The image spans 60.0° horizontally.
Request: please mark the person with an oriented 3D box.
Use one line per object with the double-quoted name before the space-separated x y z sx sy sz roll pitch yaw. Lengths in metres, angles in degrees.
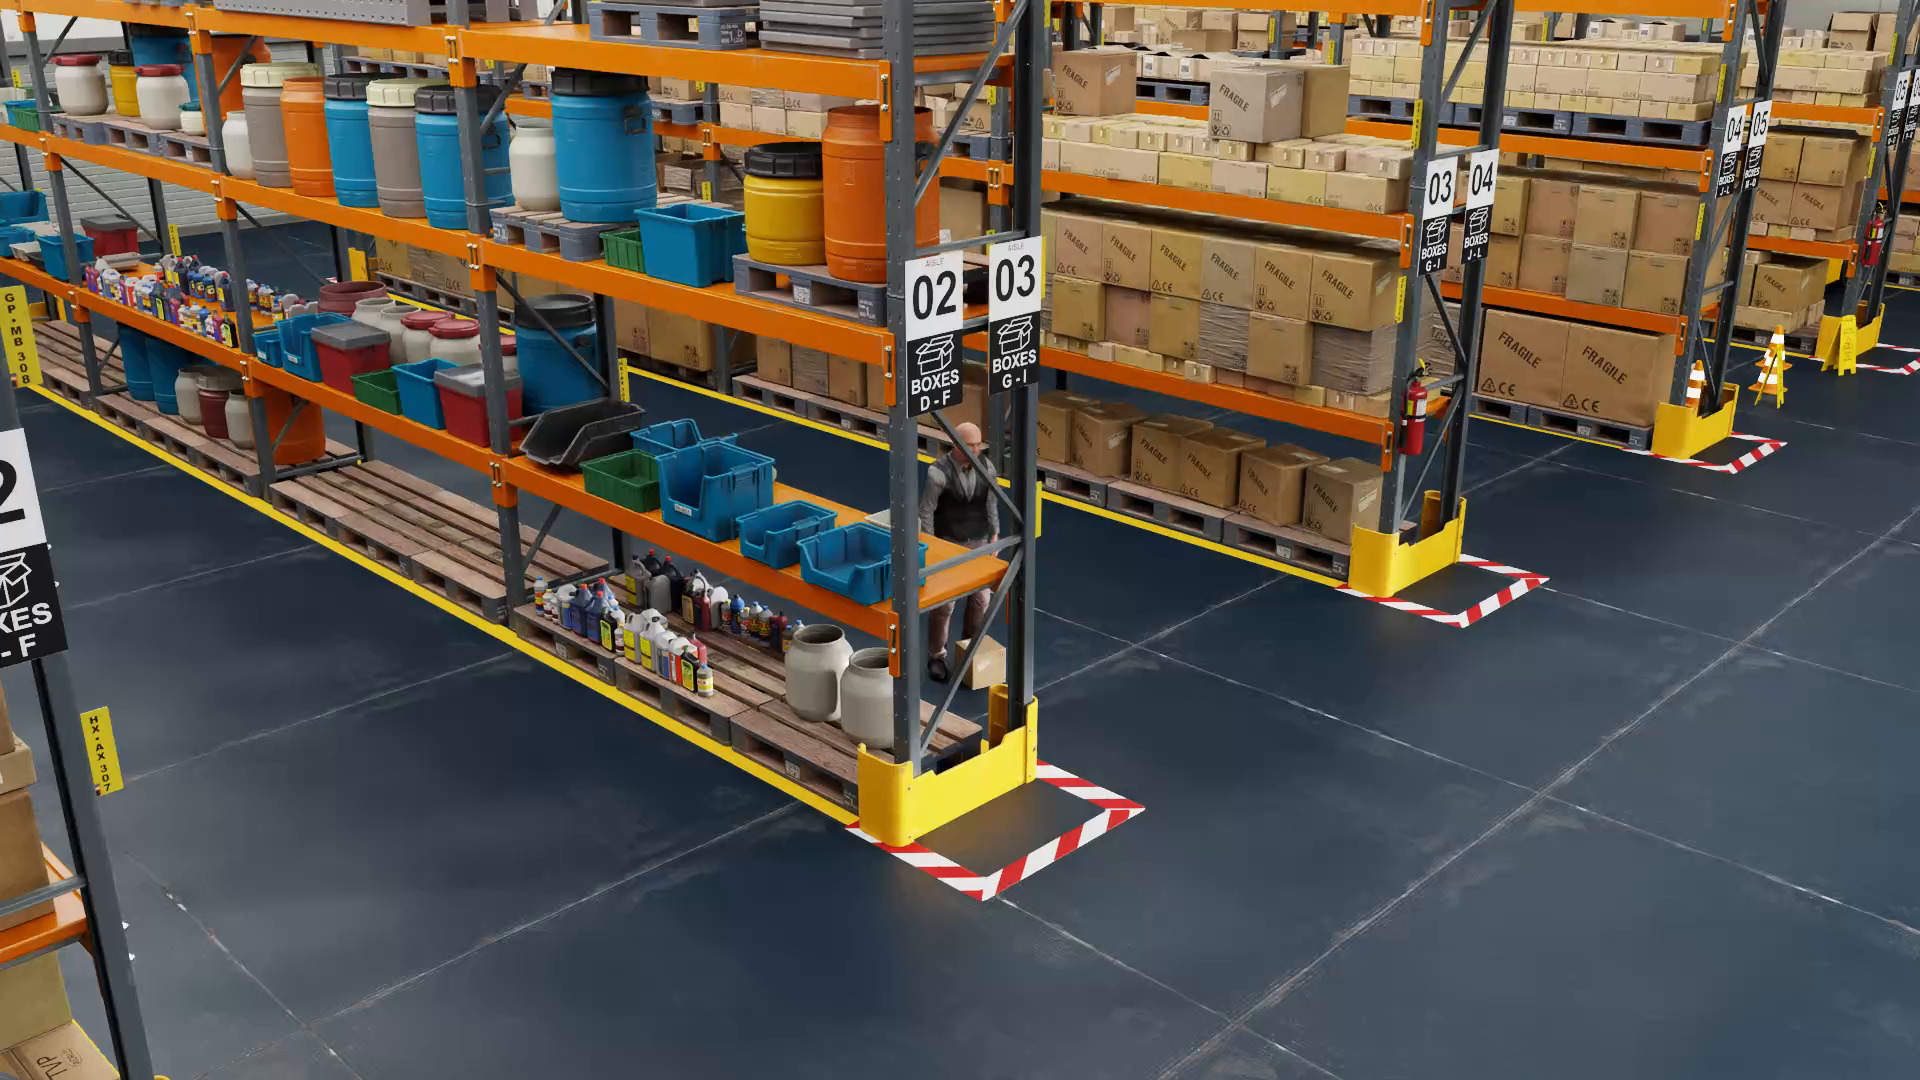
"person" 0.005 0.045 10.991 0.582 1.720 0.473 -11 23 -27
